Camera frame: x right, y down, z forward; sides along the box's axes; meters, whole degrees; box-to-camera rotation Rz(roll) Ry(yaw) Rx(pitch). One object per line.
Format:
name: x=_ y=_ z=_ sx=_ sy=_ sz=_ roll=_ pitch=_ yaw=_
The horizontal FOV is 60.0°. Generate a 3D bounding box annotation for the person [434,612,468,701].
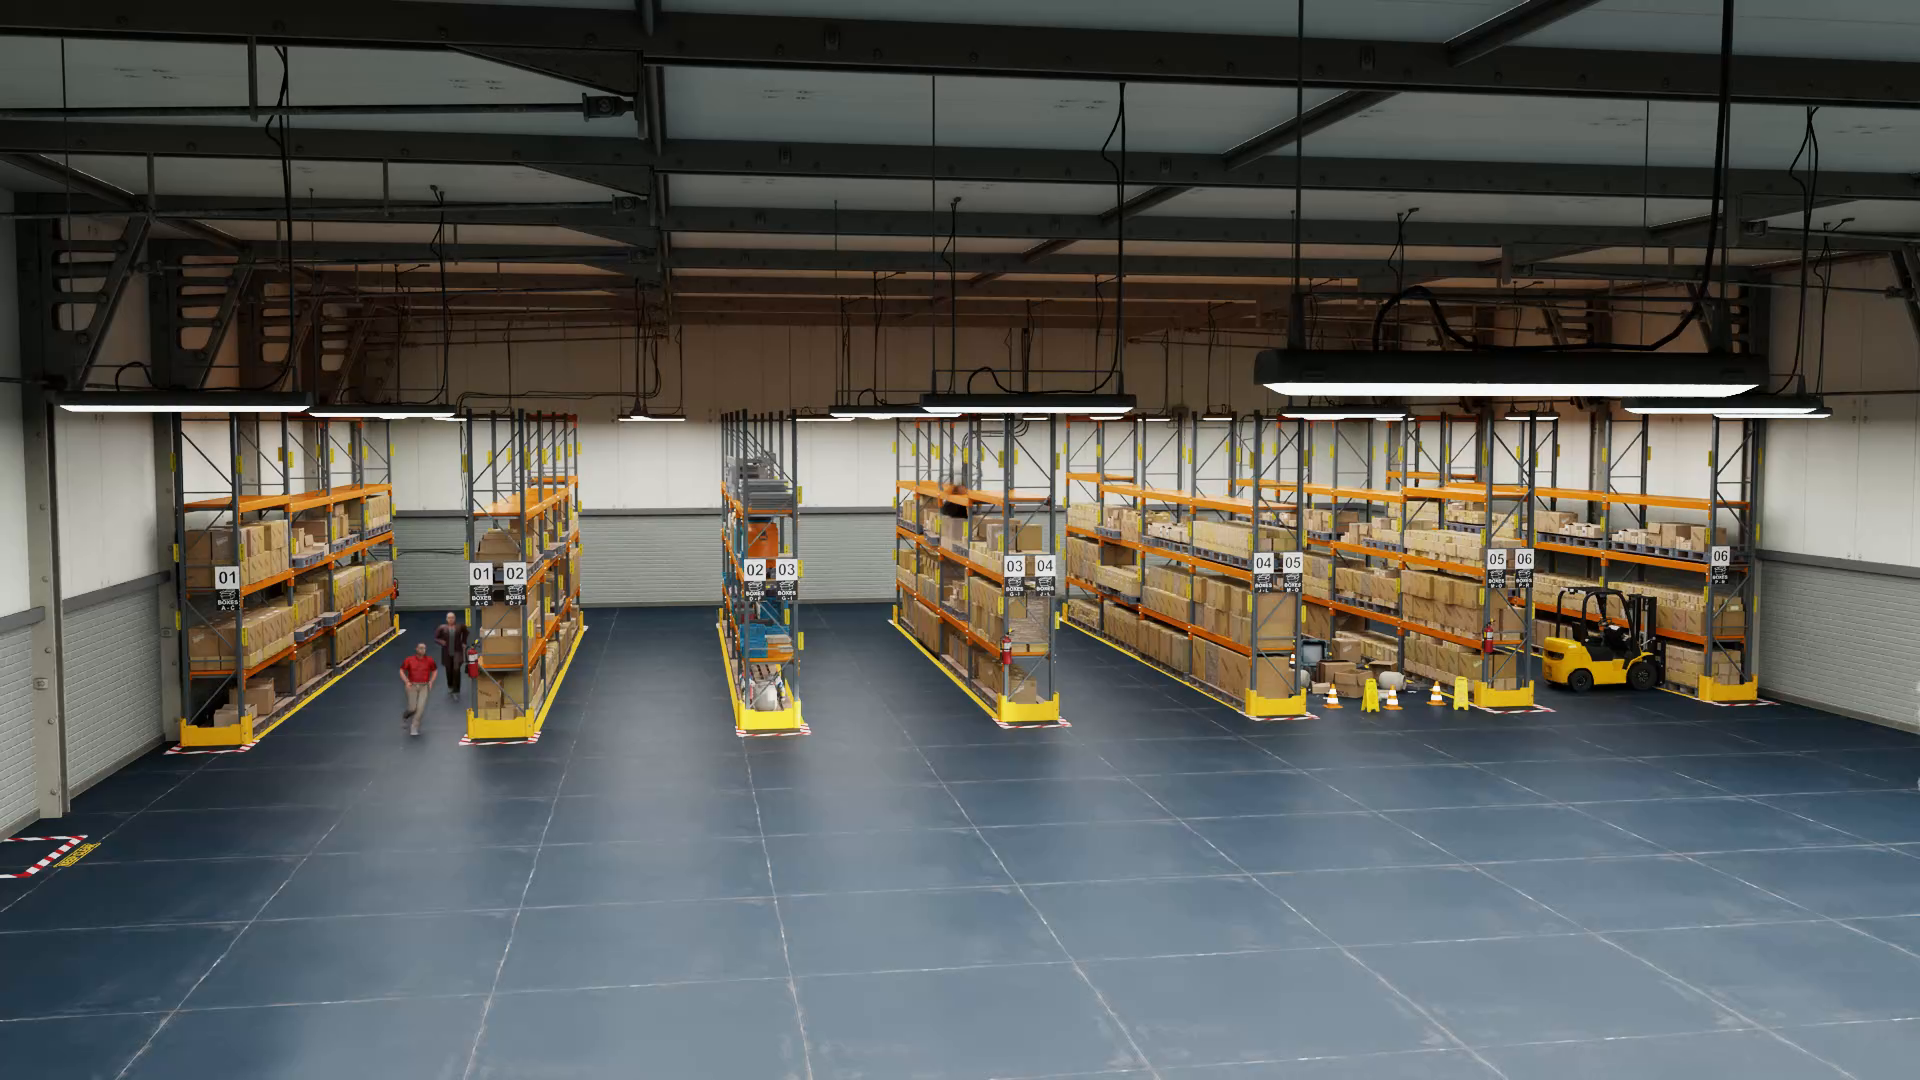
person: x=-10.628 y=2.399 z=34.740 sx=0.662 sy=1.807 sz=0.969 roll=-1 pitch=4 yaw=-12

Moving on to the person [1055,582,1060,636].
person: x=2.436 y=1.744 z=45.299 sx=0.611 sy=1.716 sz=0.881 roll=-1 pitch=4 yaw=-7

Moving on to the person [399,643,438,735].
person: x=-10.008 y=2.736 z=30.787 sx=0.680 sy=1.672 sz=0.630 roll=-2 pitch=5 yaw=-30
